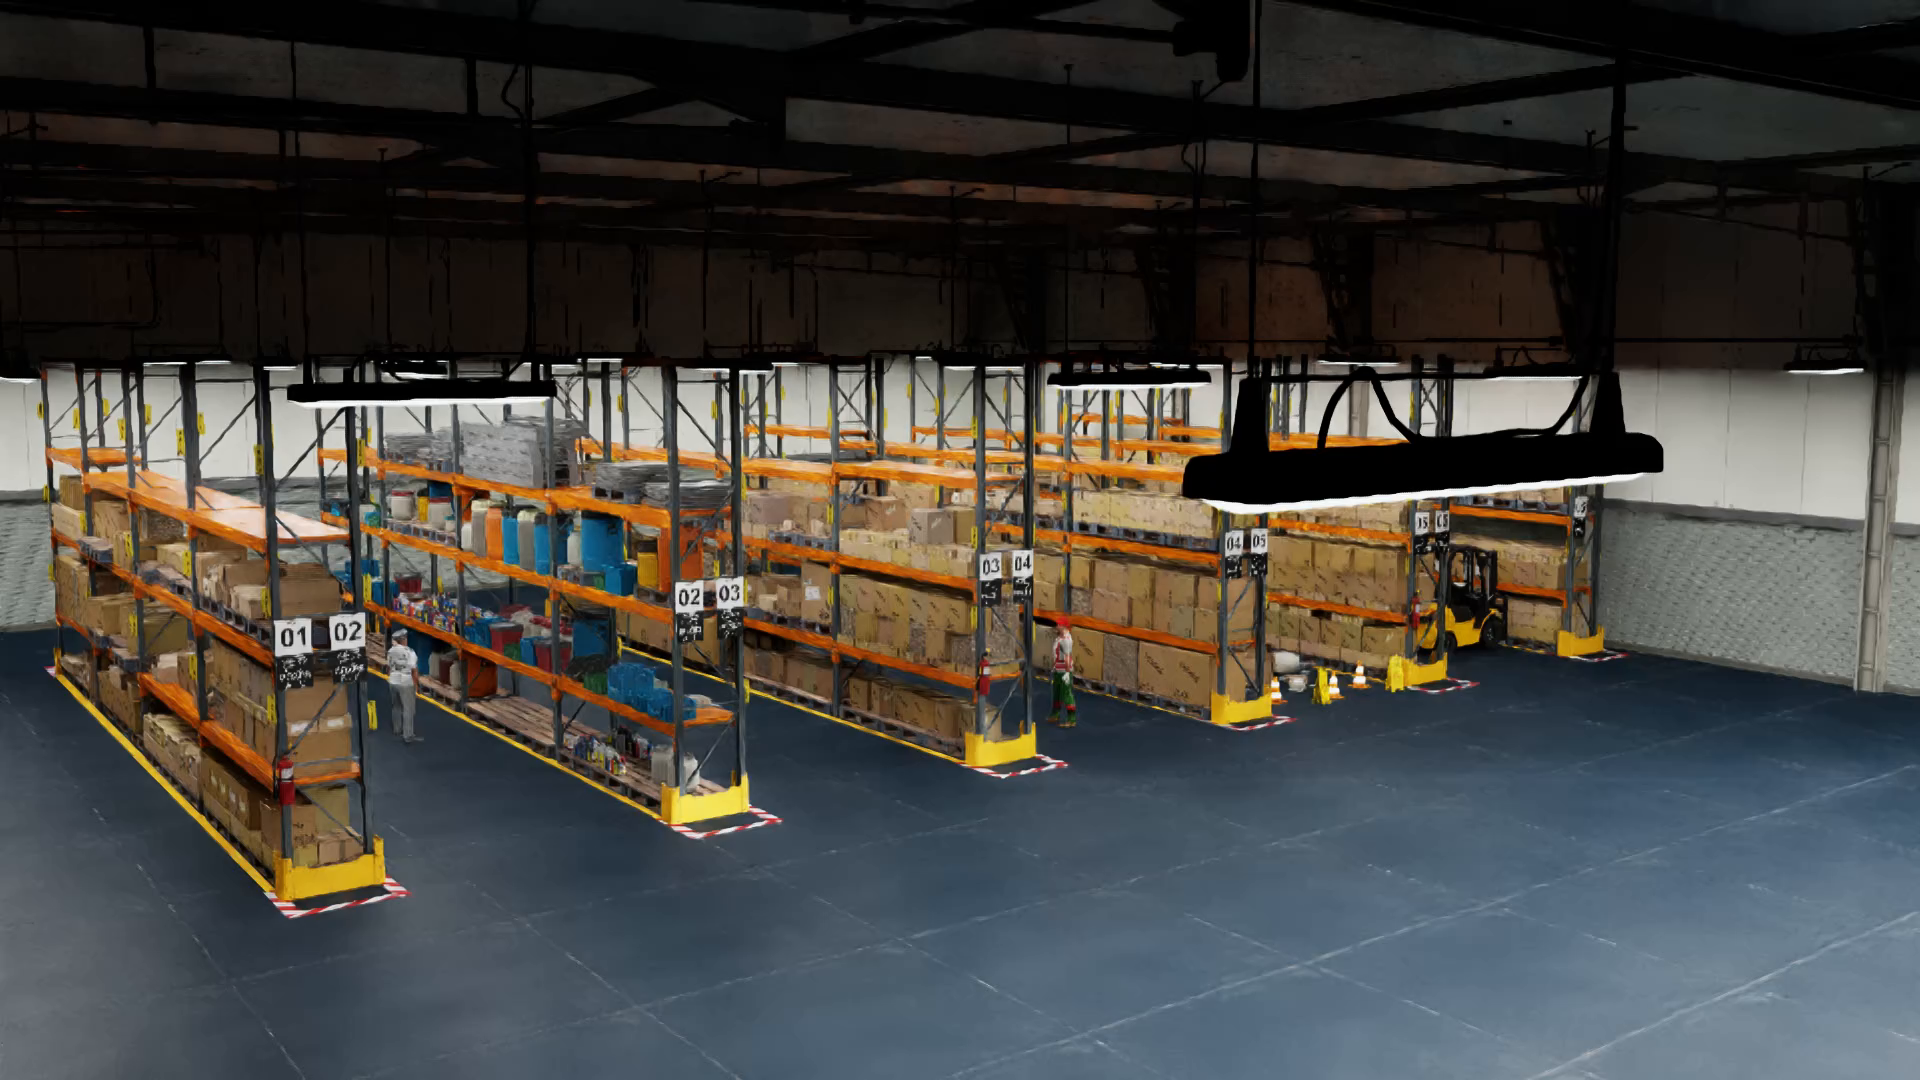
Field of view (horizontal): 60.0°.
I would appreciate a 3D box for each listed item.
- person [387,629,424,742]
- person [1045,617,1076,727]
[{"bbox_3d":[-8.783,2.293,26.323,0.595,1.762,0.475,3,7,23],"label":"person"},{"bbox_3d":[1.645,2.152,27.348,0.490,1.784,0.608,-1,7,-7],"label":"person"}]
